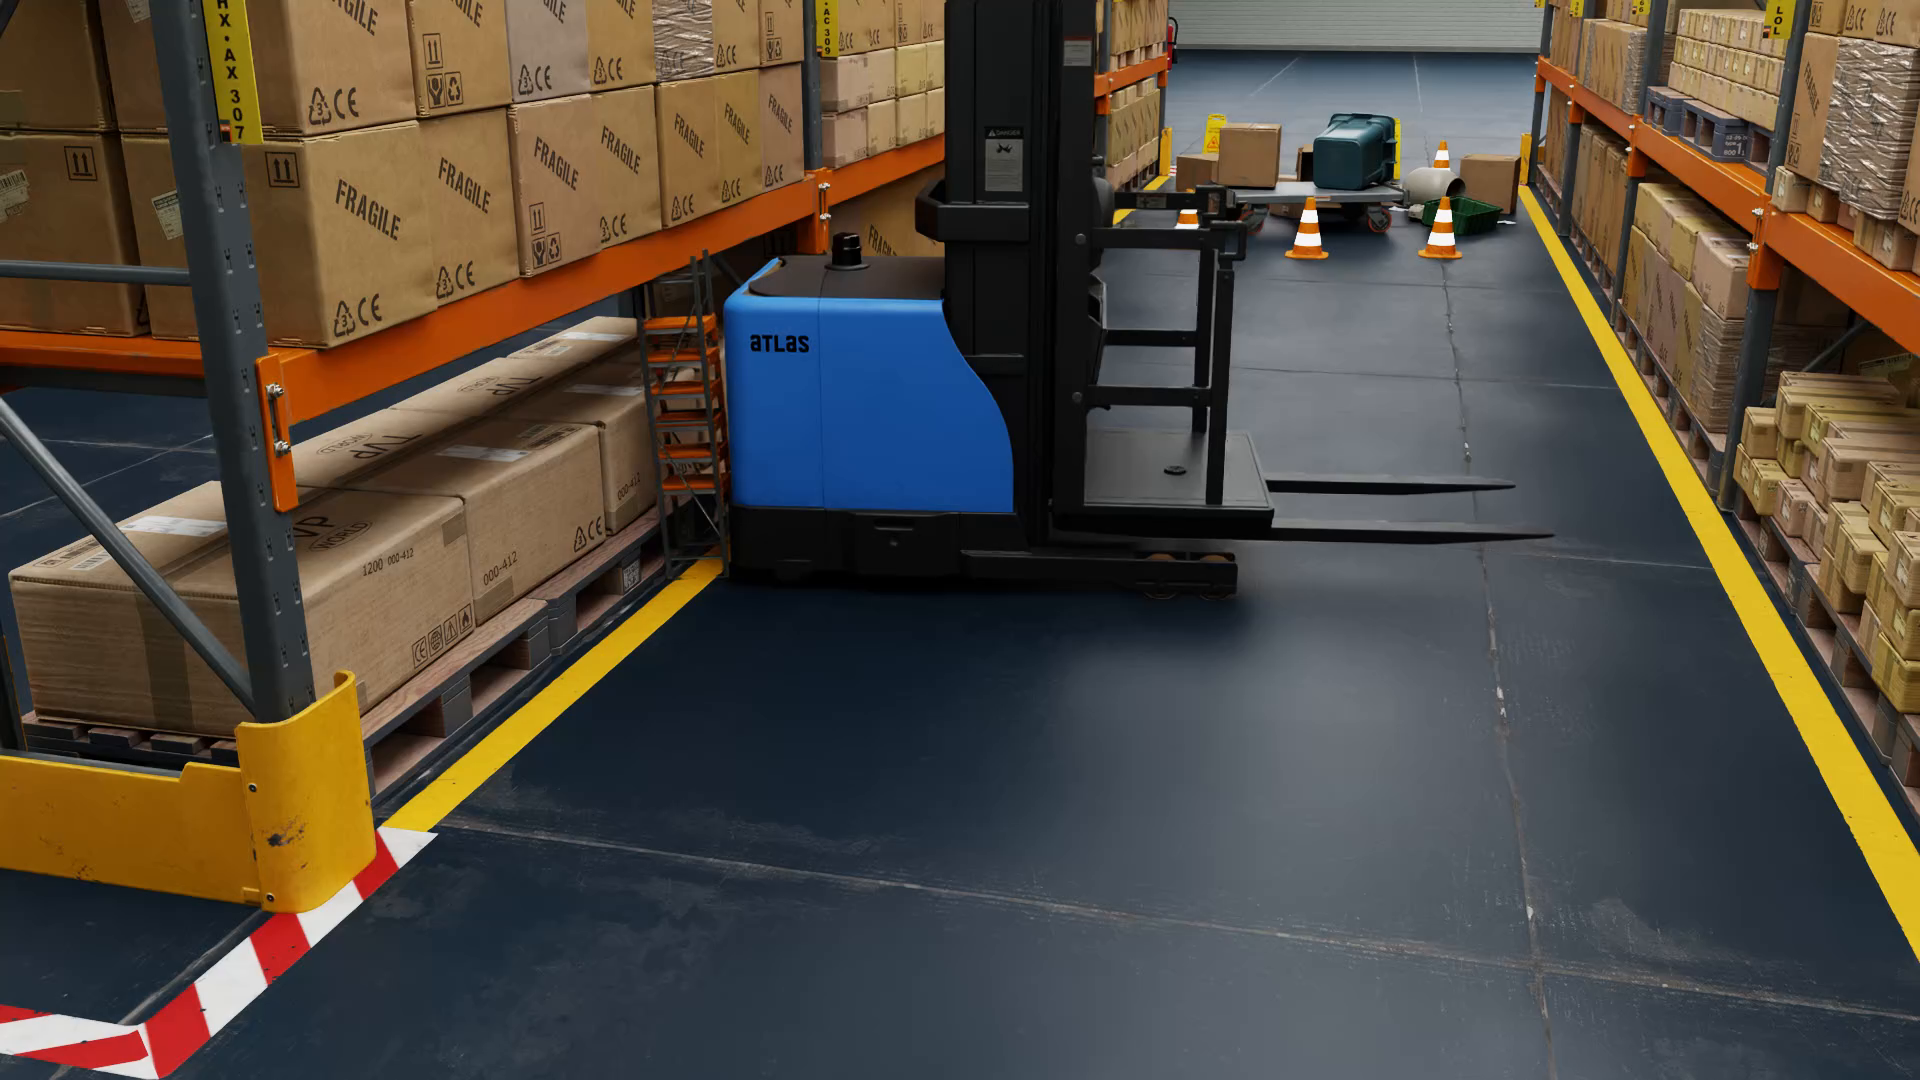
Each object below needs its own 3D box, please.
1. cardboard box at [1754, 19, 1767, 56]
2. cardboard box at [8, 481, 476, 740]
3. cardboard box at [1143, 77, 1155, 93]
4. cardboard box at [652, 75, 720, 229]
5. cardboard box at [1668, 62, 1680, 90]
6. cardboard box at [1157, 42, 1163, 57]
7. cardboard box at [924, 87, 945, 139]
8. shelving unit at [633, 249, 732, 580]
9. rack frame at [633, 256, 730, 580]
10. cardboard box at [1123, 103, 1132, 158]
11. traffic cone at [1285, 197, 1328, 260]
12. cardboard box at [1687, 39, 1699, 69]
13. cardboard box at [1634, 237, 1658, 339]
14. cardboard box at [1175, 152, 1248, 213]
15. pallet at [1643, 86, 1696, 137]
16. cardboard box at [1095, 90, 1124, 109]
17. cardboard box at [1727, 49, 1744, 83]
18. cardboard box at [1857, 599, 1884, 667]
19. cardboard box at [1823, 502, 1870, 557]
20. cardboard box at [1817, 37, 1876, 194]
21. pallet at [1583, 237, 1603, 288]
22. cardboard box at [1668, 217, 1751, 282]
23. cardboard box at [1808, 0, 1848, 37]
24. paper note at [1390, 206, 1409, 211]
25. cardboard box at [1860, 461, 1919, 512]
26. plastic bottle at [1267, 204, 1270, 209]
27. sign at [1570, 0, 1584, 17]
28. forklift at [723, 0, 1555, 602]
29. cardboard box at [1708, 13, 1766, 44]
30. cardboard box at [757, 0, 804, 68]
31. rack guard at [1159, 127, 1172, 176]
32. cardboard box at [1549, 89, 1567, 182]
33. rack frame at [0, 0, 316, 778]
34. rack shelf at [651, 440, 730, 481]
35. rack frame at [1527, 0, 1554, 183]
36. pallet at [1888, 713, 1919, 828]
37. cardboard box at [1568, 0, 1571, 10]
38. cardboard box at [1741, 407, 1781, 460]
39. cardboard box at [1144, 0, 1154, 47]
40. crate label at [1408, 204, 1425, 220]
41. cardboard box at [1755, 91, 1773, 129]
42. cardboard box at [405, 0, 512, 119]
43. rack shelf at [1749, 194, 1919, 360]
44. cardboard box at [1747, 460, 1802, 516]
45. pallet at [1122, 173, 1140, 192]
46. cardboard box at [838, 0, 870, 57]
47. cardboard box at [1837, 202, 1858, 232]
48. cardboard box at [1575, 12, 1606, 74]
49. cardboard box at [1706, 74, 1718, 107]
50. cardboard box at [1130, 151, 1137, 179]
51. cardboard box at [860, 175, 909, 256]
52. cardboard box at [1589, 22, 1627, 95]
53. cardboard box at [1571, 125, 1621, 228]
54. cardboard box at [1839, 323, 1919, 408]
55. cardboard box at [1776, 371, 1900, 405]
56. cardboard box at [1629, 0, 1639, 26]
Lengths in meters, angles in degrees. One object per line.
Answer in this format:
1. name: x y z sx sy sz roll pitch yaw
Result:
1. cardboard box: 3.810 -2.260 7.481 0.380 0.149 0.250 5 19 13
2. cardboard box: -2.030 0.184 4.823 0.875 0.438 0.875 4 19 12
3. cardboard box: 1.847 -4.797 17.533 0.380 0.149 0.250 5 20 15
4. cardboard box: -1.212 -1.430 6.079 0.500 0.500 0.500 4 19 13
5. cardboard box: 4.380 -2.719 9.746 0.380 0.149 0.250 4 19 13
6. cardboard box: 1.976 -5.289 17.920 0.380 0.149 0.250 4 19 13
7. cardboard box: -0.357 -2.393 9.284 0.500 0.250 0.500 4 19 12
8. shelving unit: -1.009 -0.455 6.155 0.258 1.200 0.189 -2 17 6
9. rack frame: -1.017 -0.428 6.068 0.240 1.200 0.006 -2 17 6
10. cardboard box: 1.363 -3.961 16.088 0.500 0.500 0.500 5 20 16
11. traffic cone: 2.791 -2.507 13.310 0.336 0.463 0.334 5 19 13
12. cardboard box: 4.245 -2.679 9.169 0.380 0.149 0.250 4 19 12
13. cardboard box: 4.145 -1.420 9.421 0.500 0.500 0.500 5 19 14
14. cardboard box: 2.418 -3.423 15.932 0.500 0.500 0.500 -13 23 -34
15. pallet: 4.614 -2.441 9.489 1.213 0.211 1.003 5 19 13
16. cardboard box: 1.332 -4.134 15.590 0.380 0.149 0.250 5 19 14
17. cardboard box: 3.932 -2.284 8.012 0.380 0.149 0.250 5 19 14
18. cardboard box: 2.905 0.301 4.926 0.380 0.149 0.250 5 19 14
19. cardboard box: 3.027 -0.003 5.357 0.380 0.149 0.250 5 19 13
20. cardboard box: 3.228 -1.407 5.550 0.500 0.500 0.500 5 19 13
21. pallet: 5.250 -2.066 12.410 1.003 0.211 1.213 5 19 13
22. cardboard box: 3.898 -1.460 8.380 0.500 0.250 0.500 4 19 11
23. cardboard box: 3.361 -2.049 5.883 0.500 0.500 0.500 5 20 15
24. paper note: 4.219 -3.178 15.958 0.172 0.023 0.155 12 22 32
25. cardboard box: 3.114 -0.135 5.284 0.380 0.149 0.250 4 19 11
26. plastic bottle: 2.971 -3.242 16.085 0.133 0.061 0.283 8 21 23
27. sign: 5.123 -4.507 13.782 0.100 0.325 0.005 5 19 13
28. forklift: 0.685 -1.342 6.083 3.031 2.935 1.130 2 19 4
29. cardboard box: 4.127 -2.666 8.671 0.380 0.149 0.250 6 20 16
30. cardboard box: -0.965 -2.220 6.844 0.500 0.500 0.500 4 19 13
31. rack guard: 1.796 -4.423 18.864 1.175 0.500 0.348 5 19 13
32. cardboard box: 6.325 -3.970 16.308 0.875 0.875 0.875 4 19 13
33. rack frame: -2.095 -0.615 3.848 1.000 3.000 0.127 5 19 13
34. rack shelf: -0.999 -0.298 6.203 0.258 0.103 0.180 -2 17 6
35. rack frame: 6.639 -5.271 17.478 1.000 3.000 0.127 5 19 13
36. pallet: 2.981 0.788 4.054 1.003 0.211 1.213 5 19 13
37. cardboard box: 5.807 -4.893 14.471 0.875 0.550 0.550 5 19 13
38. cardboard box: 3.308 -0.412 6.553 0.380 0.149 0.250 6 20 16
39. cardboard box: 1.697 -5.313 16.987 0.500 0.500 0.500 5 19 13
40. crate label: 4.272 -2.998 15.254 0.298 0.136 0.250 -9 21 -24
41. cardboard box: 3.738 -1.889 7.316 0.380 0.149 0.250 5 19 13
42. cardboard box: -1.582 -1.426 4.520 0.500 0.500 0.500 4 19 12
43. rack shelf: 3.219 -0.542 4.747 1.077 0.370 4.000 5 19 13
44. cardboard box: 3.242 -0.187 6.355 0.380 0.149 0.250 5 20 15
45. pallet: 1.263 -3.654 17.057 1.003 0.211 1.213 5 19 13
46. cardboard box: -0.731 -2.504 7.678 0.500 0.500 0.500 5 19 14
47. cardboard box: 3.315 -1.153 5.812 0.380 0.149 0.250 4 19 11
48. cardboard box: 5.740 -4.205 14.125 0.875 0.550 0.550 5 19 13
49. cardboard box: 4.057 -2.303 8.529 0.380 0.149 0.250 5 19 14
50. cardboard box: 1.490 -3.772 16.695 0.500 0.250 0.500 4 19 13
51. cardboard box: -0.830 -1.546 9.212 0.875 0.875 0.875 5 20 15
52. cardboard box: 5.025 -3.606 12.449 0.500 0.500 0.500 5 19 13
53. cardboard box: 5.597 -2.949 13.513 1.050 0.750 0.750 5 19 13
54. cardboard box: 4.145 -0.736 7.419 0.500 0.500 0.500 5 20 16
55. cardboard box: 3.422 -0.549 6.495 0.380 0.149 0.250 5 20 16
56. cardboard box: 5.174 -3.903 11.774 0.700 0.500 0.500 4 19 13
